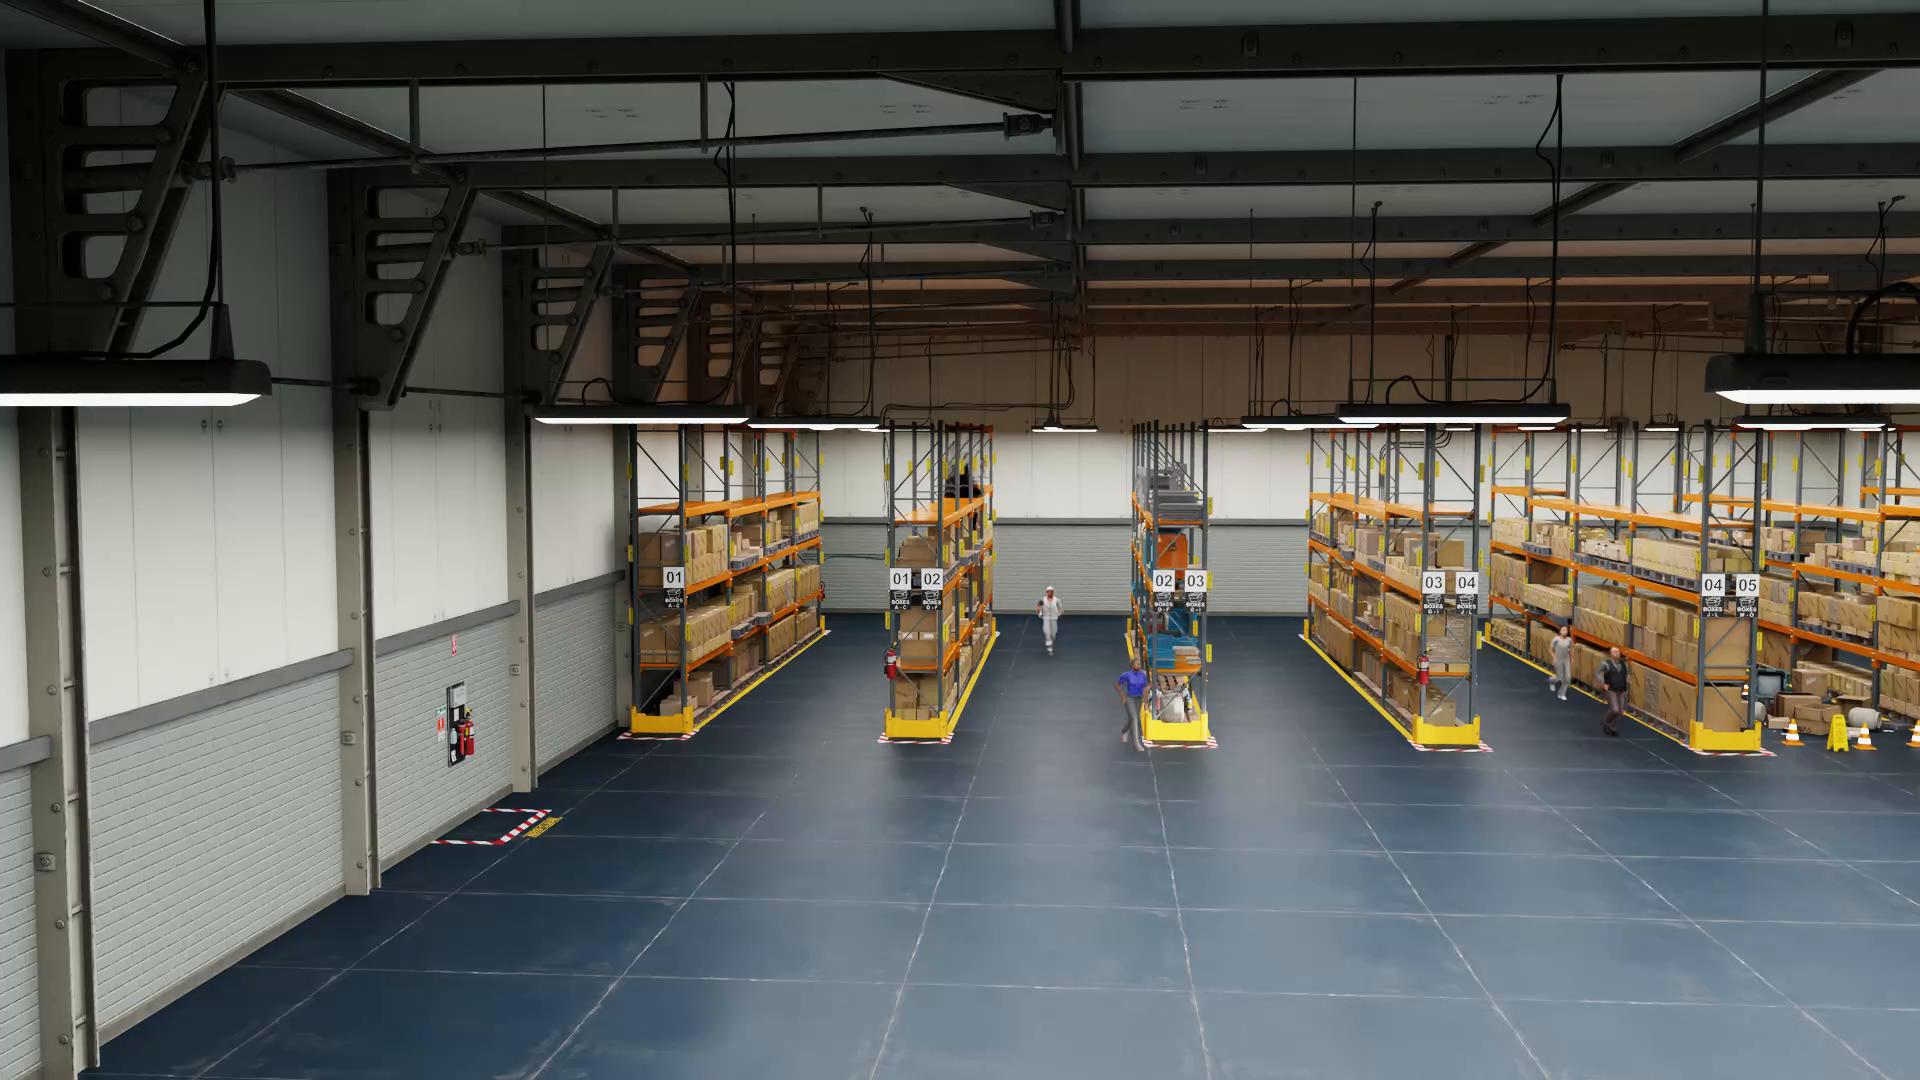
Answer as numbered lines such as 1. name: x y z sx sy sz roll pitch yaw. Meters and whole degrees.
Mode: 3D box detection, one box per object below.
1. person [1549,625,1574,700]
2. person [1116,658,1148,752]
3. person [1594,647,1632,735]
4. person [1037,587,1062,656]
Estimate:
1. person: 13.037 2.635 36.096 0.550 1.621 0.622 0 4 -3
2. person: 3.169 2.974 30.408 0.581 1.654 0.891 -2 4 -26
3. person: 12.424 2.877 31.468 0.648 1.683 0.600 -1 4 -9
4. person: 2.338 2.099 43.344 0.656 1.786 0.930 0 4 -2
